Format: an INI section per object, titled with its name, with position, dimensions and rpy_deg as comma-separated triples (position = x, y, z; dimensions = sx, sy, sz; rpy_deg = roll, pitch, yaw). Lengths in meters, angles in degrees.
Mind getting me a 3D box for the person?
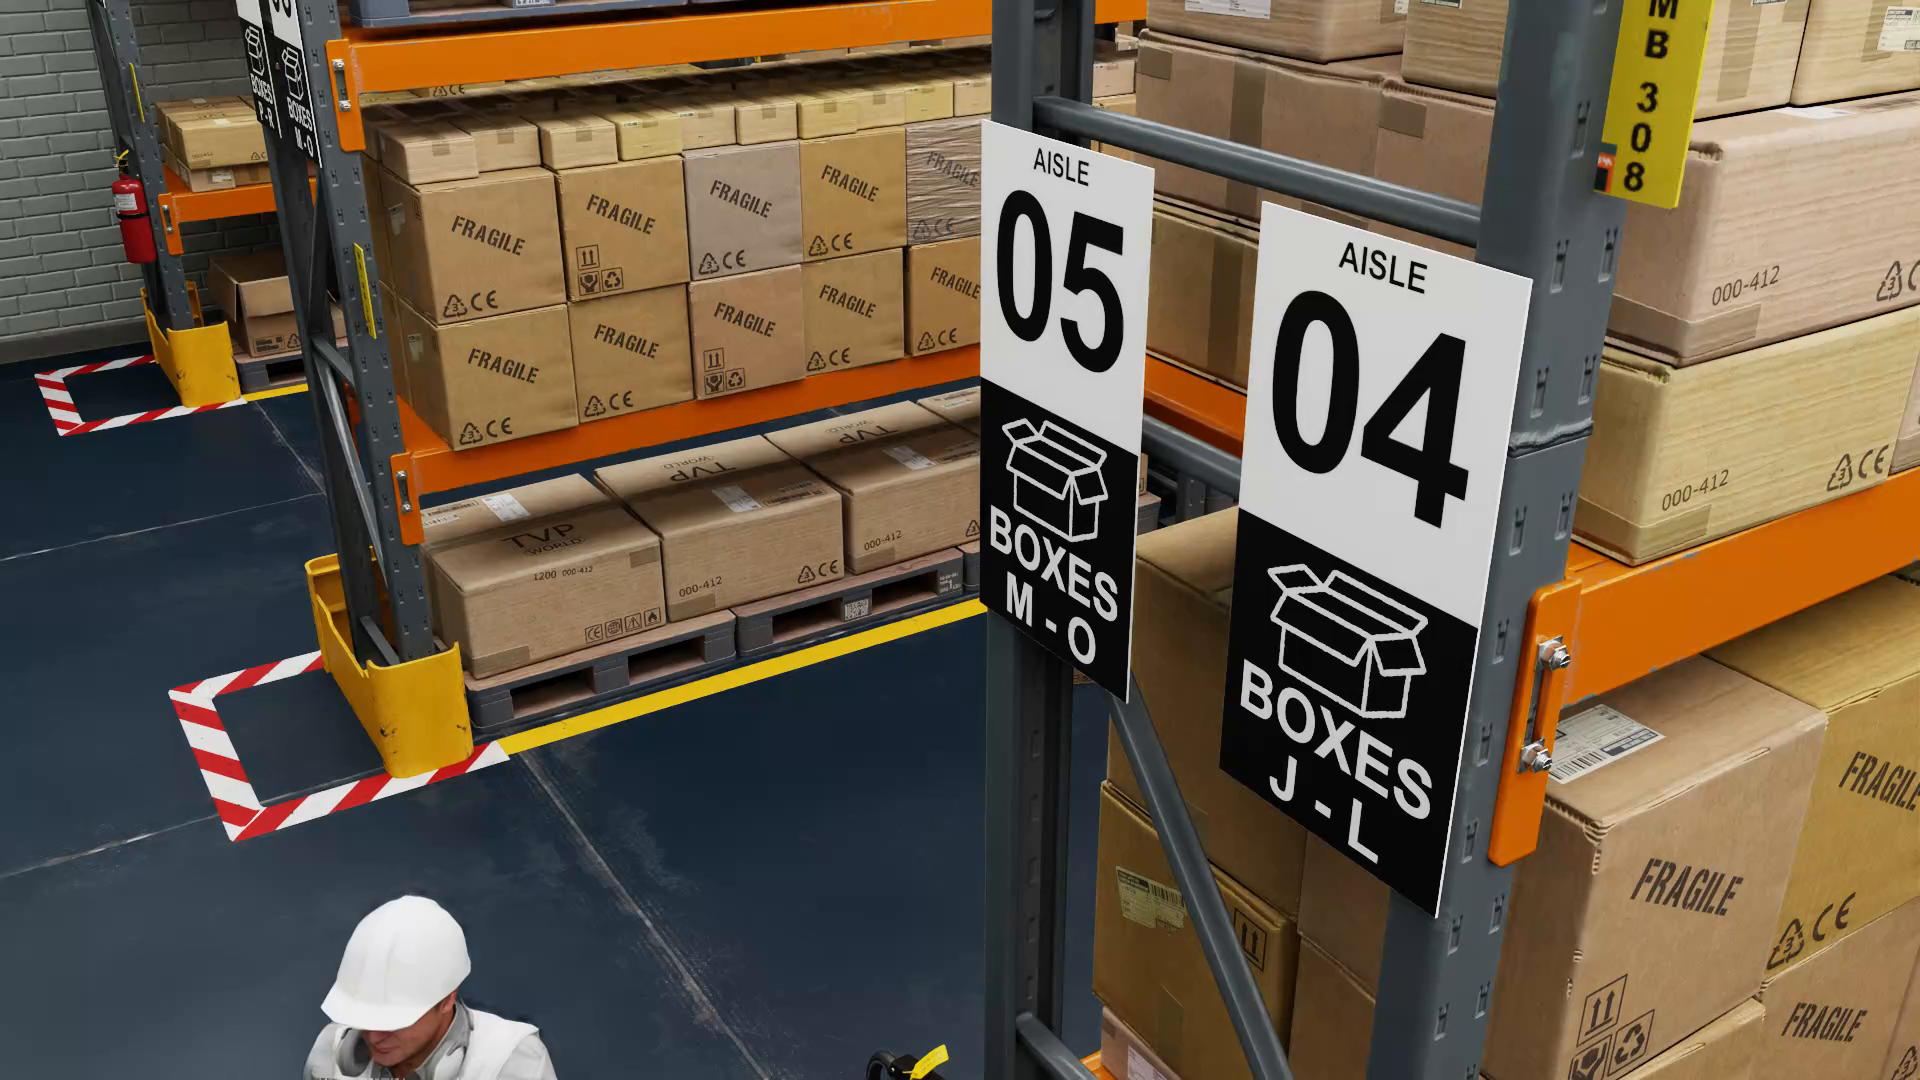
[person]
position = -1.045, 1.504, 3.377
dimensions = 0.573, 1.836, 0.525
rpy_deg = 9, 26, 18
